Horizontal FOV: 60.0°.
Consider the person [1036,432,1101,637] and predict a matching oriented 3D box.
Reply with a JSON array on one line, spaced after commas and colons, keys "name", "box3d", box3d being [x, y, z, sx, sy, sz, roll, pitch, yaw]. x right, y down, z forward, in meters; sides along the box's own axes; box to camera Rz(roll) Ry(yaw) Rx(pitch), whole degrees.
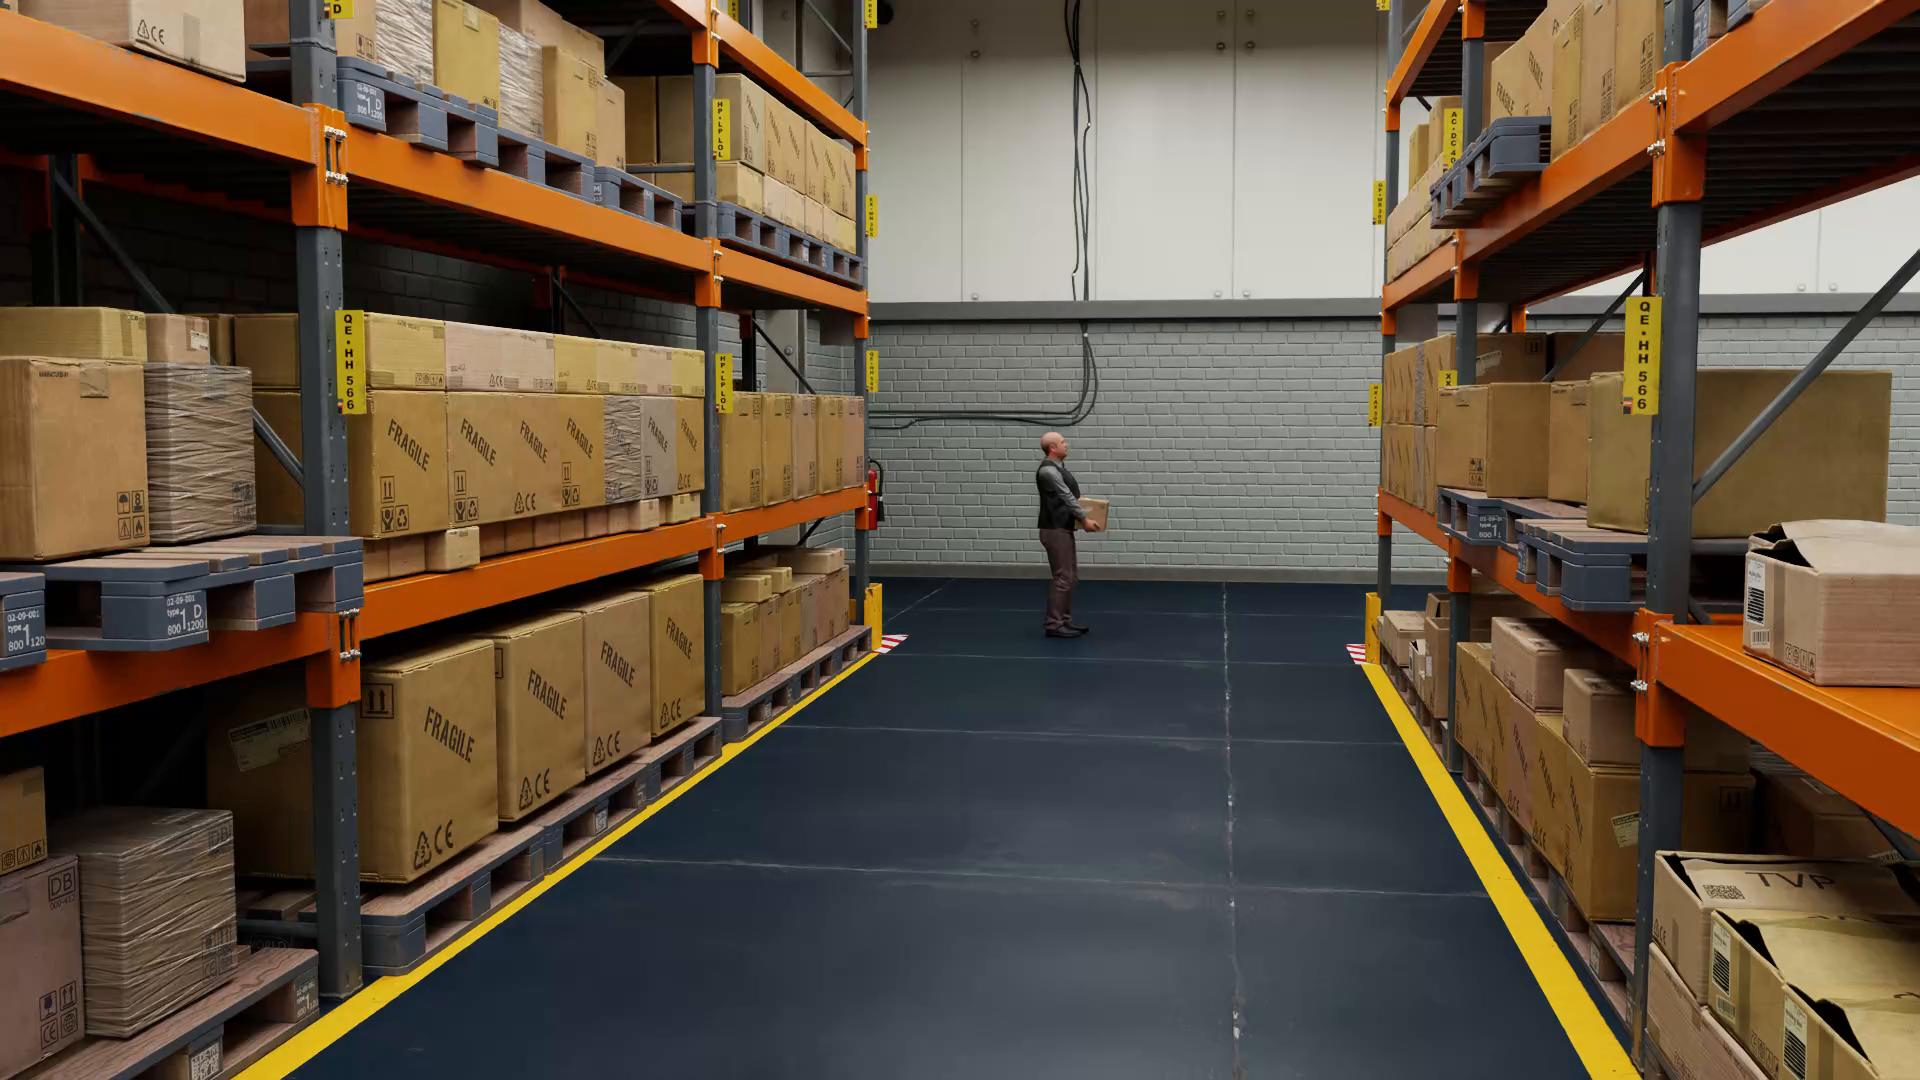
[{"name": "person", "box3d": [0.925, -0.053, 14.031, 0.551, 1.711, 0.494, 1, 4, 9]}]
